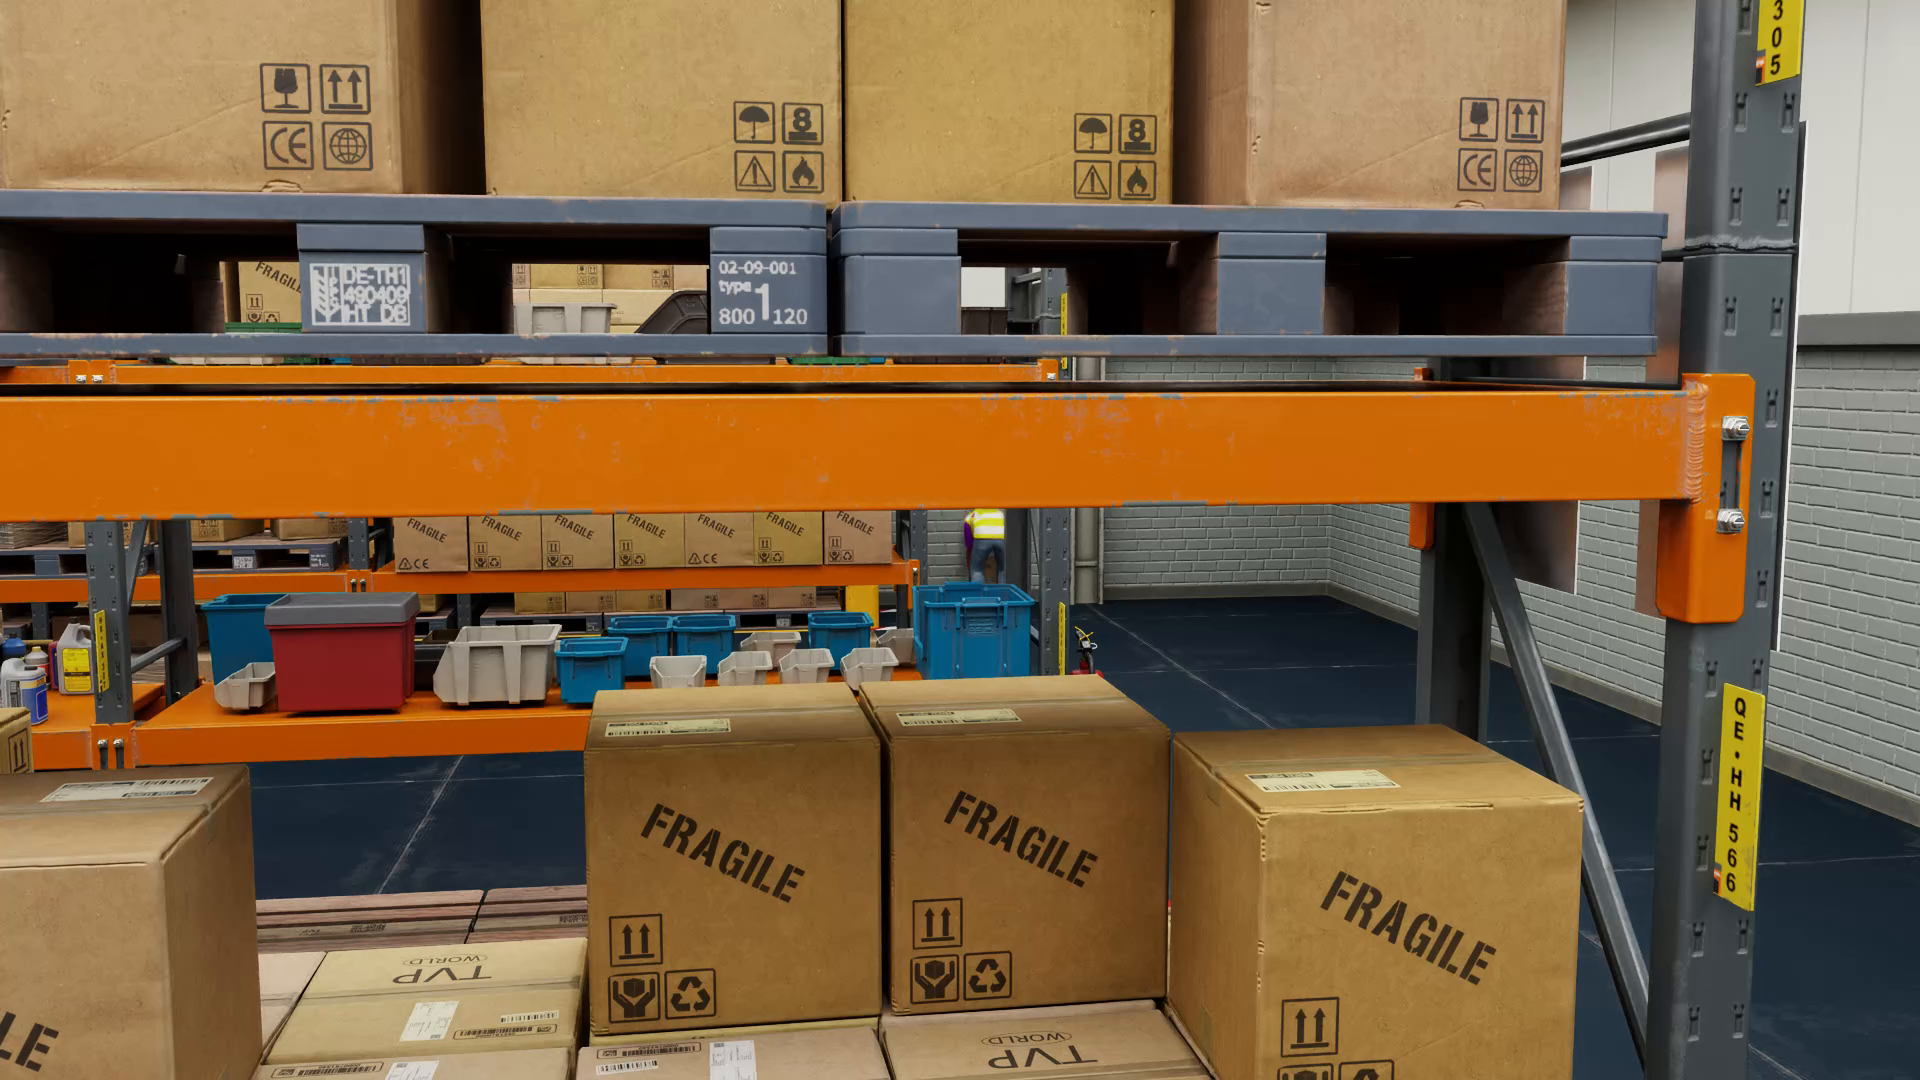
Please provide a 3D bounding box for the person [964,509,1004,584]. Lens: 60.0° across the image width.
[{"bbox_3d":[0.288,0.190,18.458,0.475,1.193,0.967,-1,7,-11],"label":"person"}]
